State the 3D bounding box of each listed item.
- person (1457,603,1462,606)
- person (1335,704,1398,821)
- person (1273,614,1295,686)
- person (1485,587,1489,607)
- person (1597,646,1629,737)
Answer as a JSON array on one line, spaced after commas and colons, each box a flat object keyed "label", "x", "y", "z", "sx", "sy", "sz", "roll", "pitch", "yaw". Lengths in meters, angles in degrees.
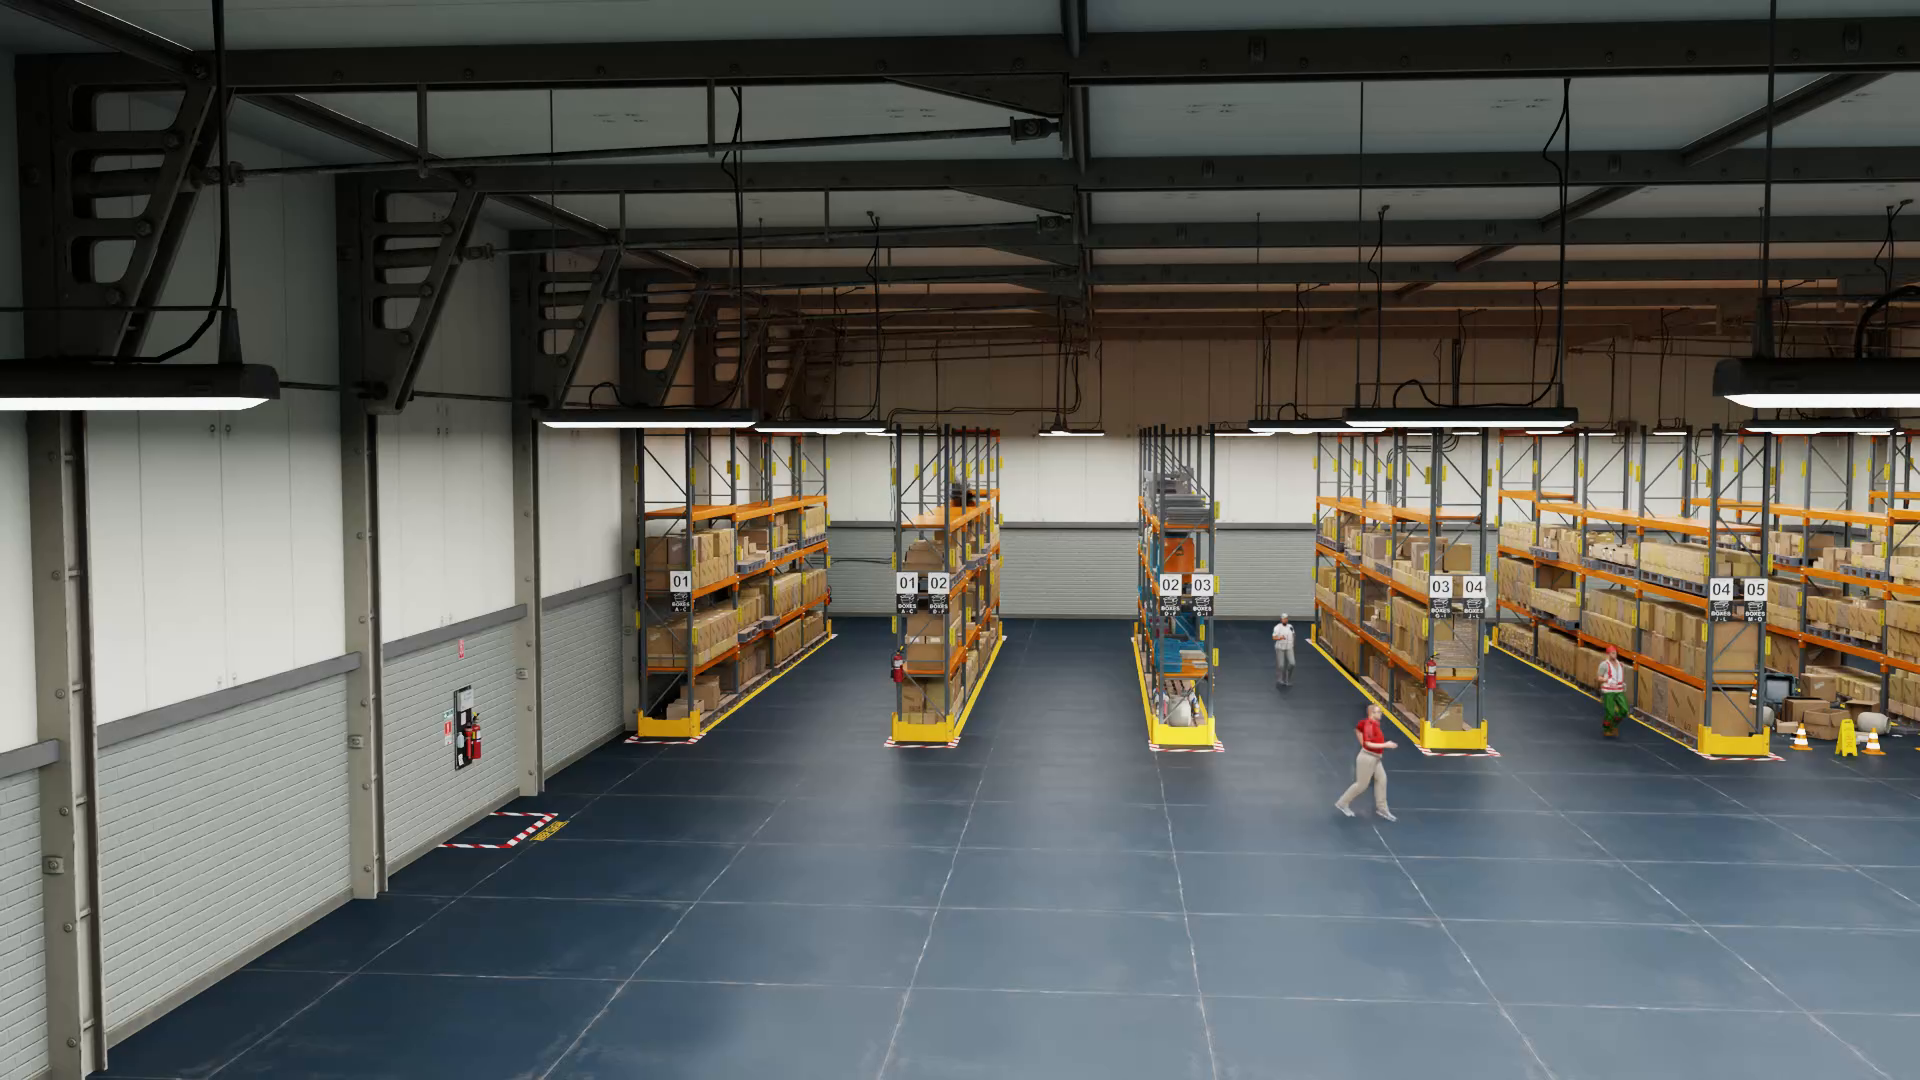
[{"label": "person", "x": 13.543, "y": 2.123, "z": 45.983, "sx": 0.660, "sy": 1.592, "sz": 0.557, "roll": 2, "pitch": 4, "yaw": 32}, {"label": "person", "x": 6.120, "y": 3.344, "z": 24.989, "sx": 0.911, "sy": 1.769, "sz": 0.625, "roll": 1, "pitch": 4, "yaw": 23}, {"label": "person", "x": 7.546, "y": 2.556, "z": 38.599, "sx": 0.586, "sy": 1.695, "sz": 0.661, "roll": 0, "pitch": 3, "yaw": -5}, {"label": "person", "x": 14.689, "y": 2.017, "z": 47.352, "sx": 0.769, "sy": 1.635, "sz": 0.680, "roll": 0, "pitch": 3, "yaw": -6}, {"label": "person", "x": 12.486, "y": 2.904, "z": 31.687, "sx": 0.639, "sy": 1.756, "sz": 0.609, "roll": -1, "pitch": 4, "yaw": -10}]
